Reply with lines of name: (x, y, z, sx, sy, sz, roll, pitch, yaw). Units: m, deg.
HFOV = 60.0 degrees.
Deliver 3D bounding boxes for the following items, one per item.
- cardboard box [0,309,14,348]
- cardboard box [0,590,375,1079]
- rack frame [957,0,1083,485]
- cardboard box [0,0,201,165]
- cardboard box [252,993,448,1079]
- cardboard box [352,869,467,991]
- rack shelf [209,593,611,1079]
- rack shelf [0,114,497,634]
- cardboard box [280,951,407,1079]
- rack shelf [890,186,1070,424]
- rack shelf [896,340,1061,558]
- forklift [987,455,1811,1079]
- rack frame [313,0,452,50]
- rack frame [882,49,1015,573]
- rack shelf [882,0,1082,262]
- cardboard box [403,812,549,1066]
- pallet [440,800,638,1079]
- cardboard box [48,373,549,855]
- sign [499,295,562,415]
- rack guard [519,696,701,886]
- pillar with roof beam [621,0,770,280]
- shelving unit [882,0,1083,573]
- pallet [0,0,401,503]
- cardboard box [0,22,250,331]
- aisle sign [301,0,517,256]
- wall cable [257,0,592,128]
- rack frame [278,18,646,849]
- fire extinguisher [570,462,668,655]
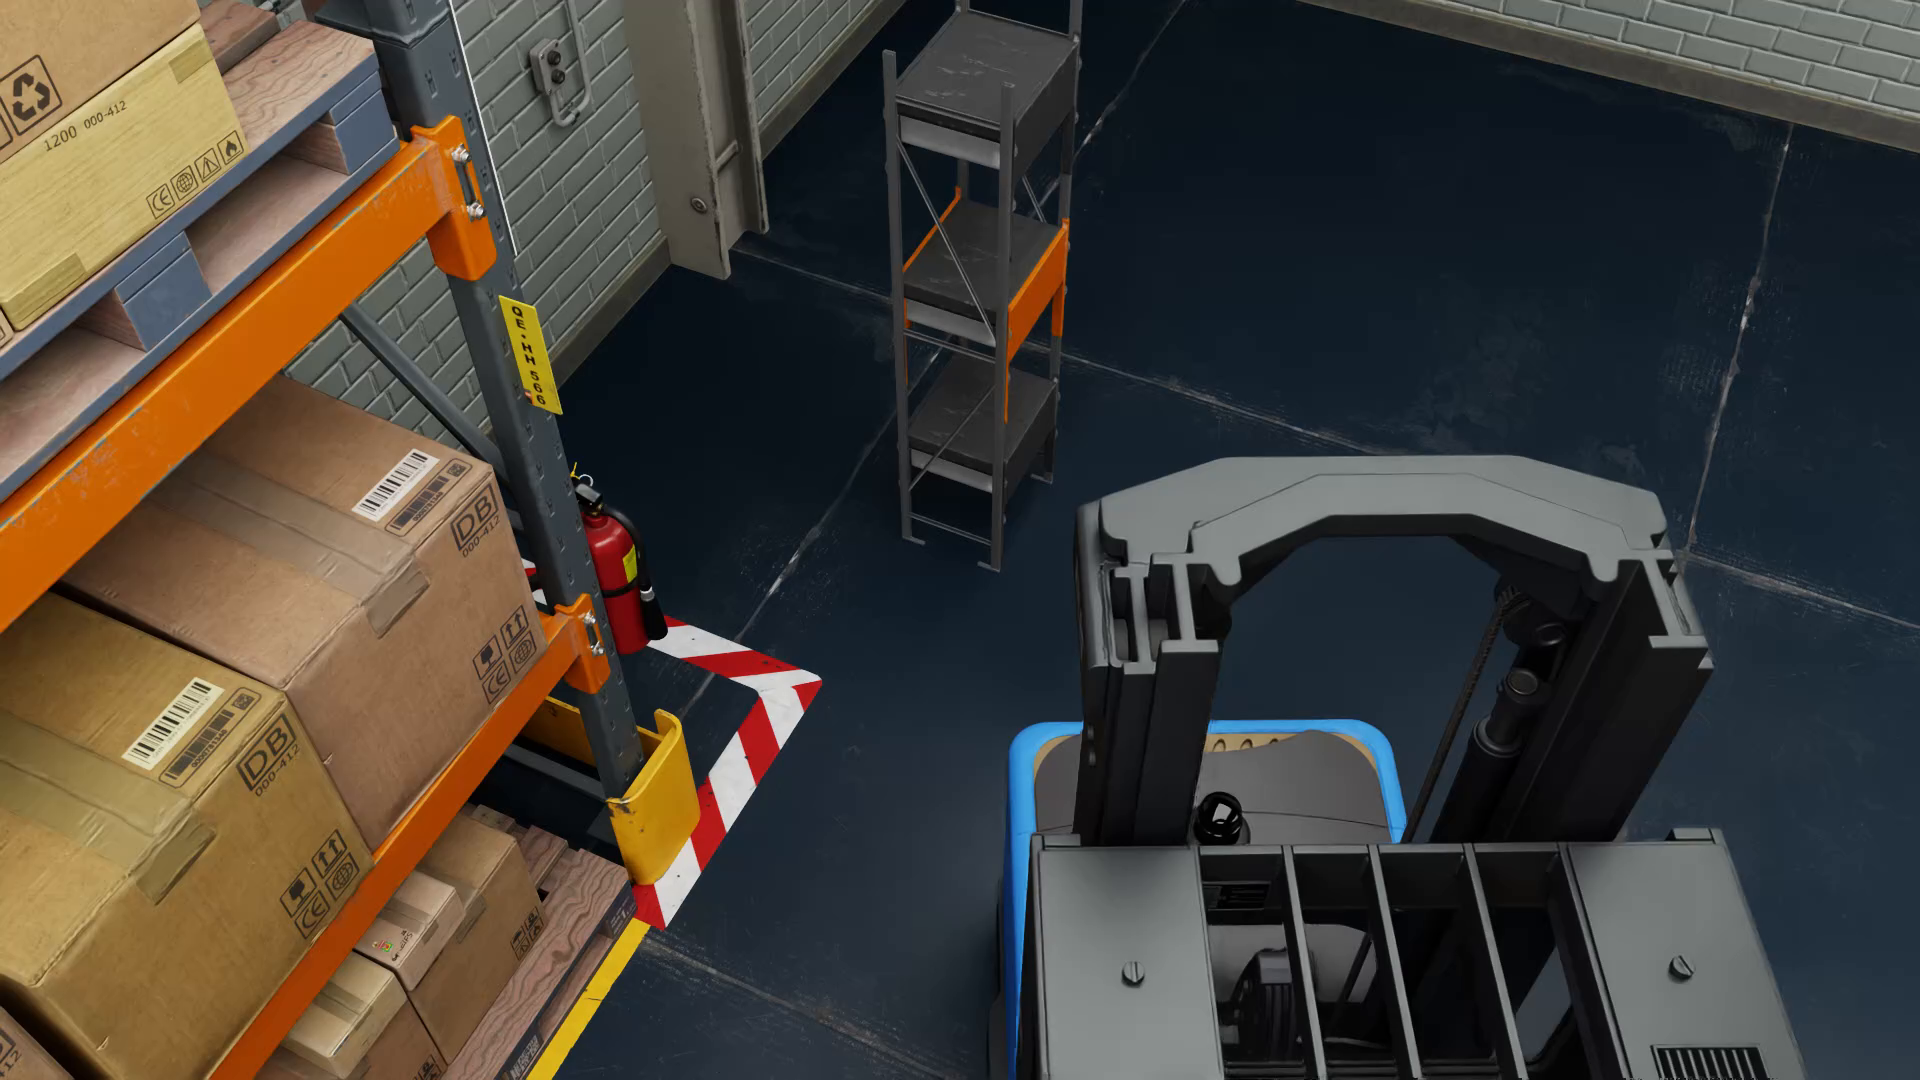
cardboard box: (-1.738, -0.286, 2.311, 0.500, 0.250, 0.500, 18, 52, 15)
cardboard box: (-1.954, 0.618, 3.557, 0.980, 0.700, 0.700, 19, 52, 16)
rack frame: (0.175, -0.962, 5.690, 0.400, 2.100, 0.015, 20, 52, 16)
cardboard box: (-1.510, -0.886, 2.329, 0.500, 0.500, 0.500, 20, 52, 16)
cardboard box: (-1.867, 1.390, 4.464, 0.700, 0.500, 0.500, 20, 52, 16)
cardboard box: (-1.543, 0.982, 4.384, 0.380, 0.149, 0.250, 19, 52, 16)
rack shelf: (-2.299, 1.467, 3.505, 1.077, 0.370, 4.000, 20, 52, 16)
rack shelf: (-2.299, 0.495, 2.362, 1.077, 0.370, 4.000, 20, 52, 16)
cardboard box: (-1.651, 1.159, 4.234, 0.380, 0.149, 0.250, 21, 53, 17)
rack shelf: (0.071, -0.786, 5.558, 0.431, 0.518, 0.480, 20, 52, 16)
rack shelf: (0.071, -0.332, 6.091, 0.431, 0.518, 0.480, 20, 52, 16)
forklift: (0.654, 1.353, 3.175, 1.130, 2.935, 3.031, 0, 50, 0)
rack frame: (-1.444, -2.088, 2.118, 1.000, 3.000, 0.127, 20, 52, 16)
rack frame: (-0.034, -0.626, 5.404, 0.400, 2.100, 0.015, 20, 52, 16)
rack shelf: (0.071, -1.239, 5.025, 0.431, 0.518, 0.480, 20, 52, 16)
cardboard box: (-1.653, 1.045, 4.757, 0.700, 0.500, 0.500, 20, 52, 16)
pallet: (-1.715, 1.336, 4.975, 1.003, 0.211, 1.213, 20, 52, 16)
cardboard box: (-1.653, 0.114, 3.987, 0.980, 0.700, 0.700, 22, 53, 18)
sign: (-0.959, -0.409, 3.713, 0.100, 0.325, 0.005, 20, 52, 16)
rack guard: (-1.434, 0.650, 5.369, 1.175, 0.500, 0.348, 20, 52, 16)
pillar with roof beam: (2.820, -2.828, 2.747, 9.100, 9.000, 0.400, 20, 52, 16)
shelving unit: (0.071, -0.794, 5.547, 0.431, 2.100, 0.503, 20, 52, 16)
pallet: (-1.752, -0.573, 2.856, 1.003, 0.211, 1.213, 20, 52, 16)
cardboard box: (-1.517, -0.645, 2.617, 0.500, 0.250, 0.500, 21, 53, 17)
aisle sign: (-1.142, -0.938, 3.372, 0.394, 0.787, 0.004, 20, 52, 16)
wall cable: (-1.752, -1.662, 5.028, 0.084, 1.984, 1.851, 20, 52, 16)
rack frame: (-1.444, -0.144, 4.403, 1.000, 3.000, 0.127, 20, 52, 16)
fire extinguisher: (-0.962, 0.049, 4.535, 0.296, 0.674, 0.183, 20, 52, 16)
